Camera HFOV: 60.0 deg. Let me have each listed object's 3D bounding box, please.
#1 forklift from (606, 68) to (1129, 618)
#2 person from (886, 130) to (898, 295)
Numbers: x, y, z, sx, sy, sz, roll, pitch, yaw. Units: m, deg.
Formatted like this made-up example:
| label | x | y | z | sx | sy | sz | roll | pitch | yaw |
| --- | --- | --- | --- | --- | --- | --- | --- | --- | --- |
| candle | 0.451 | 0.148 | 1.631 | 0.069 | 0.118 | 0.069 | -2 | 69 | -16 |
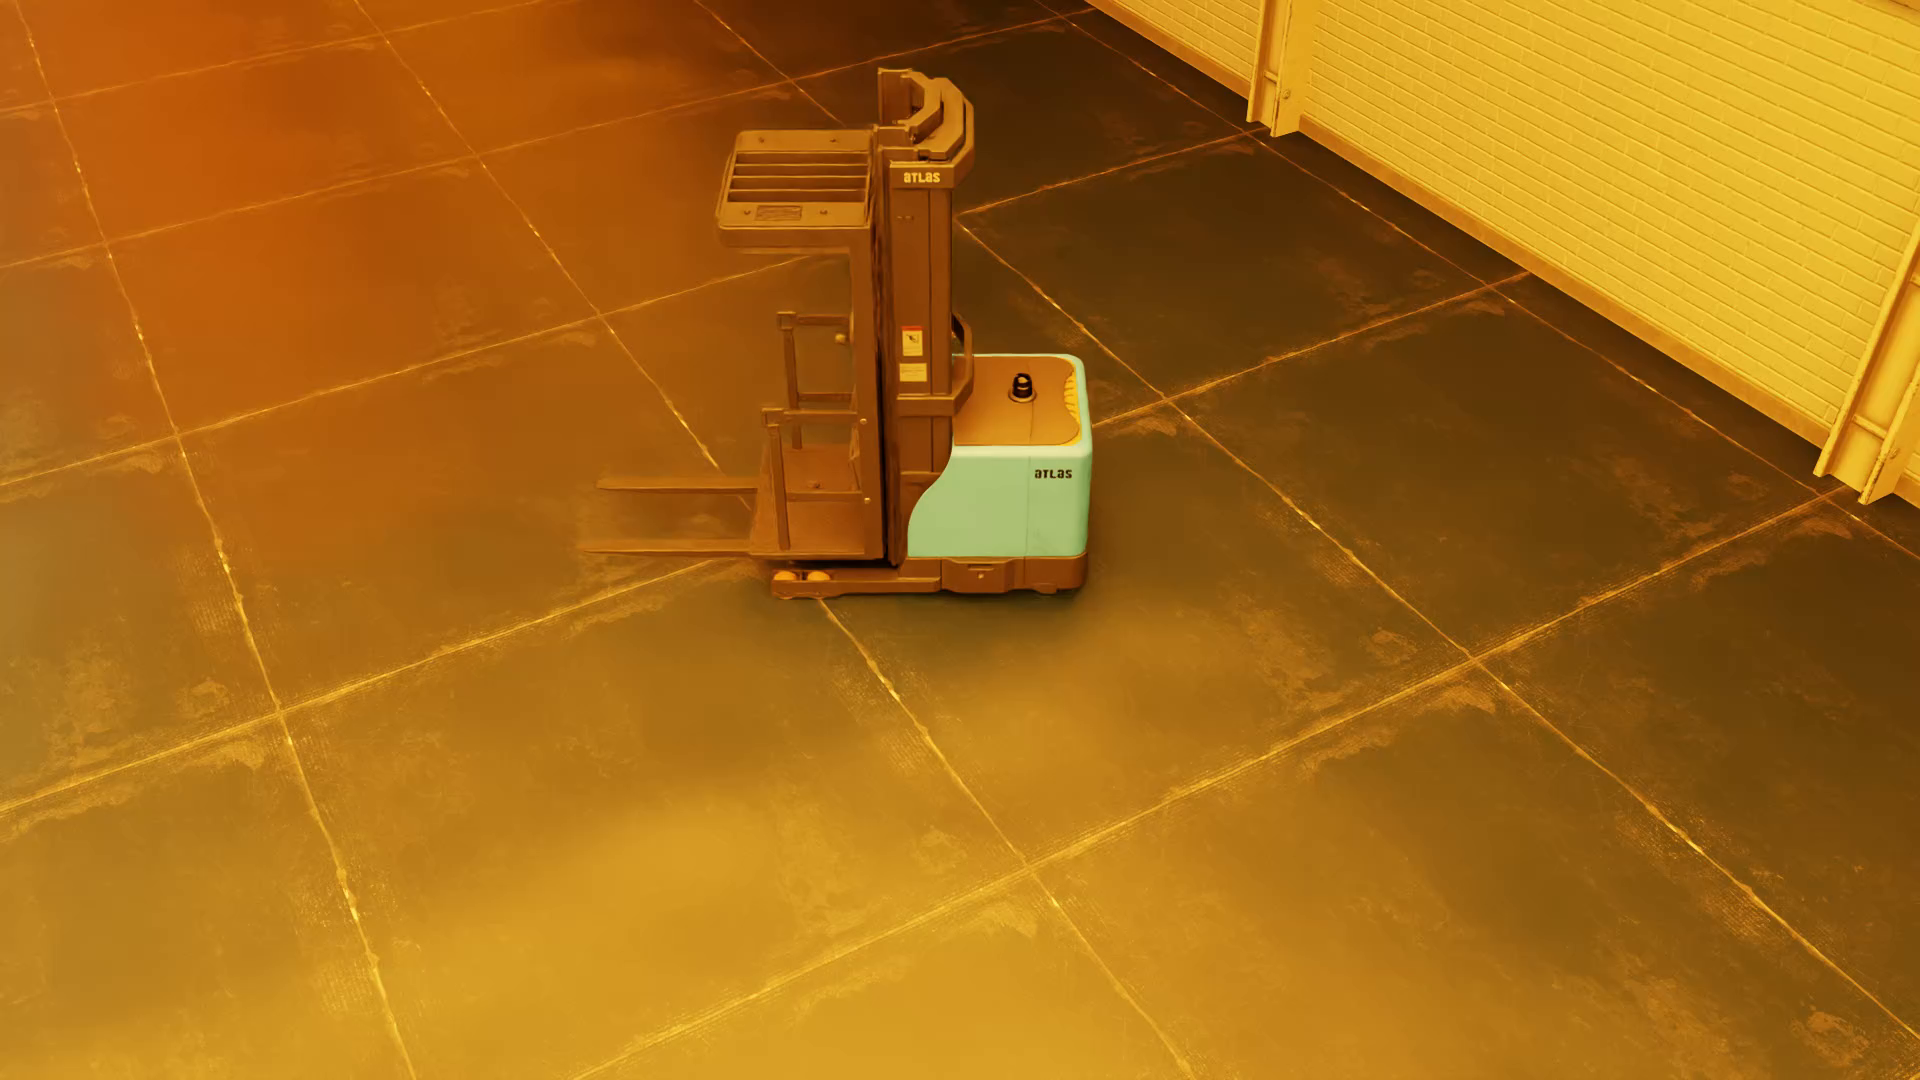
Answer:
| label | x | y | z | sx | sy | sz | roll | pitch | yaw |
| --- | --- | --- | --- | --- | --- | --- | --- | --- | --- |
| forklift | -0.595 | -1.040 | 9.290 | 3.031 | 2.935 | 1.130 | -8 | 40 | -10 |
| person | -0.328 | -2.237 | 11.653 | 0.433 | 1.756 | 0.651 | -7 | 40 | -8 |
